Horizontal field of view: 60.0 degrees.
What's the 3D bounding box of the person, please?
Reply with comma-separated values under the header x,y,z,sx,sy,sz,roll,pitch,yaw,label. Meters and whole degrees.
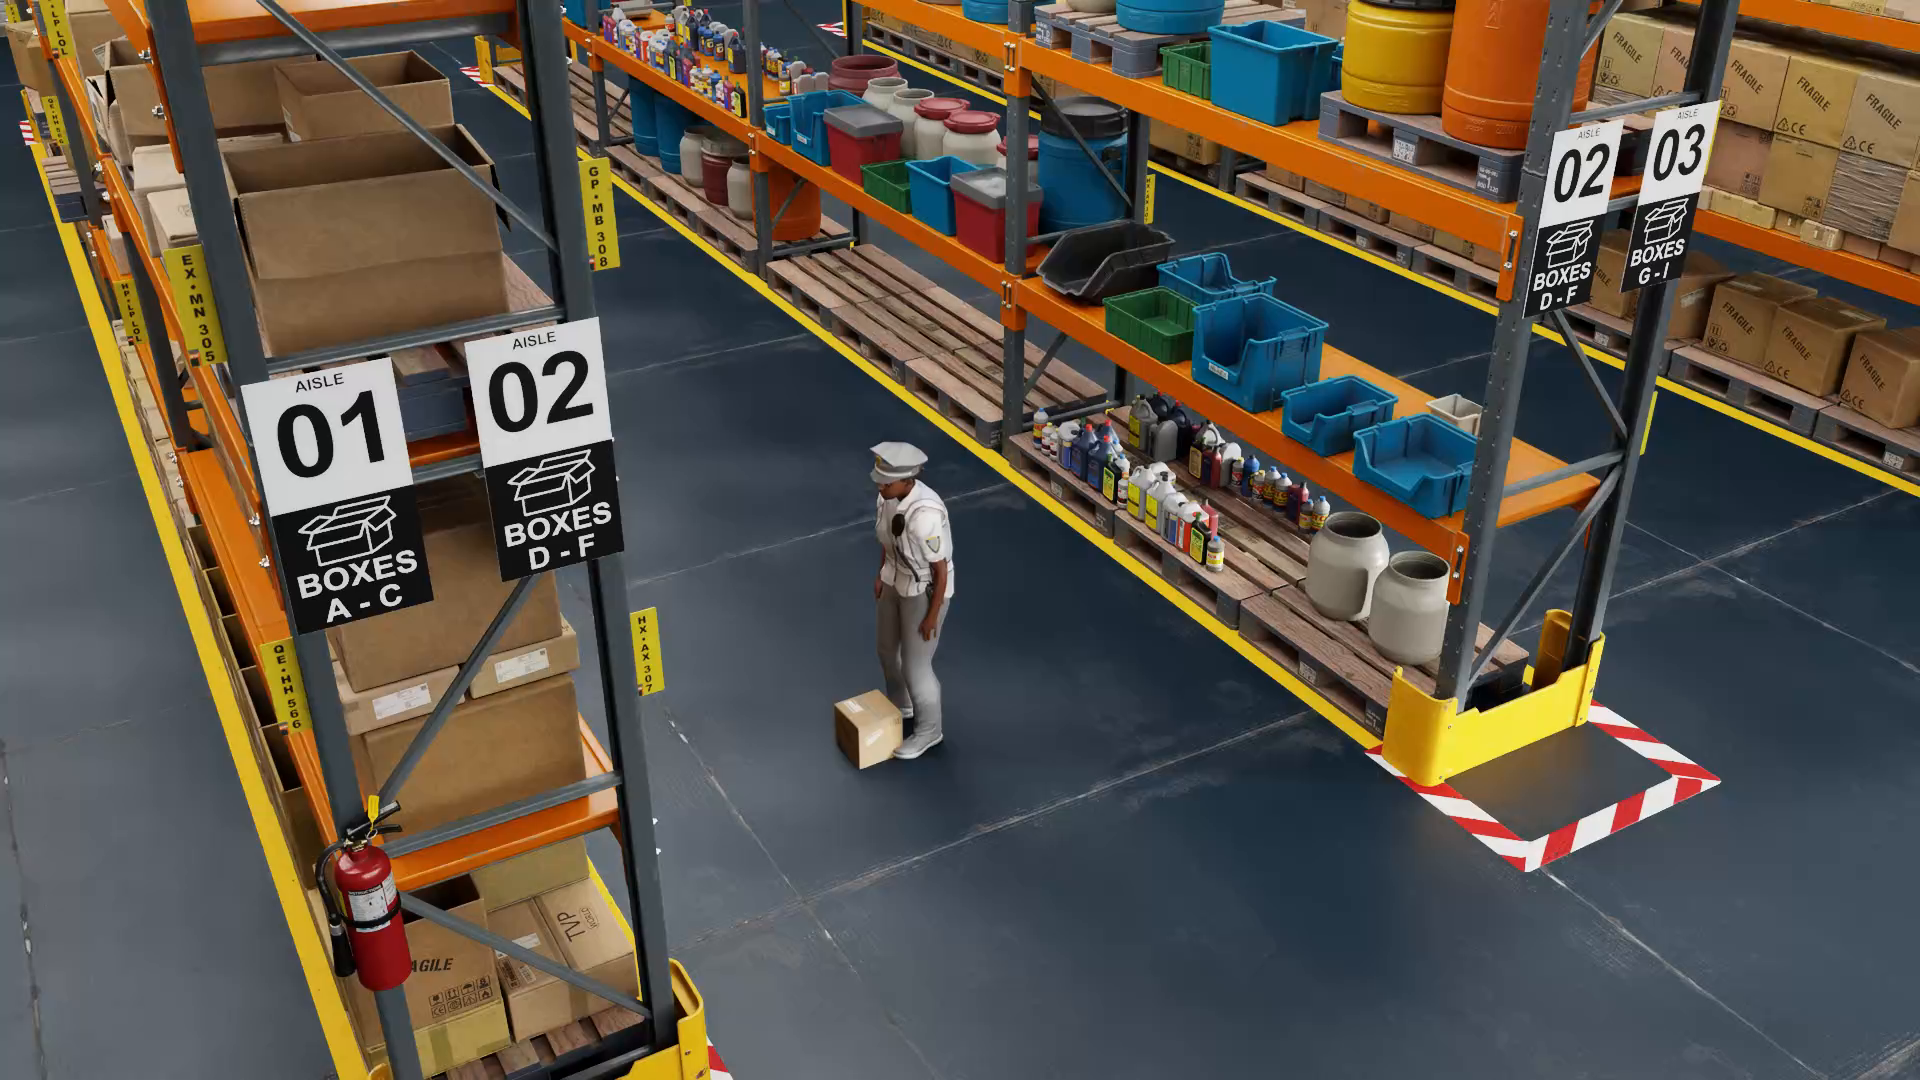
x,y,z,sx,sy,sz,roll,pitch,yaw,label
-0.255,0.267,8.078,0.397,1.658,0.527,-18,34,-29,person
